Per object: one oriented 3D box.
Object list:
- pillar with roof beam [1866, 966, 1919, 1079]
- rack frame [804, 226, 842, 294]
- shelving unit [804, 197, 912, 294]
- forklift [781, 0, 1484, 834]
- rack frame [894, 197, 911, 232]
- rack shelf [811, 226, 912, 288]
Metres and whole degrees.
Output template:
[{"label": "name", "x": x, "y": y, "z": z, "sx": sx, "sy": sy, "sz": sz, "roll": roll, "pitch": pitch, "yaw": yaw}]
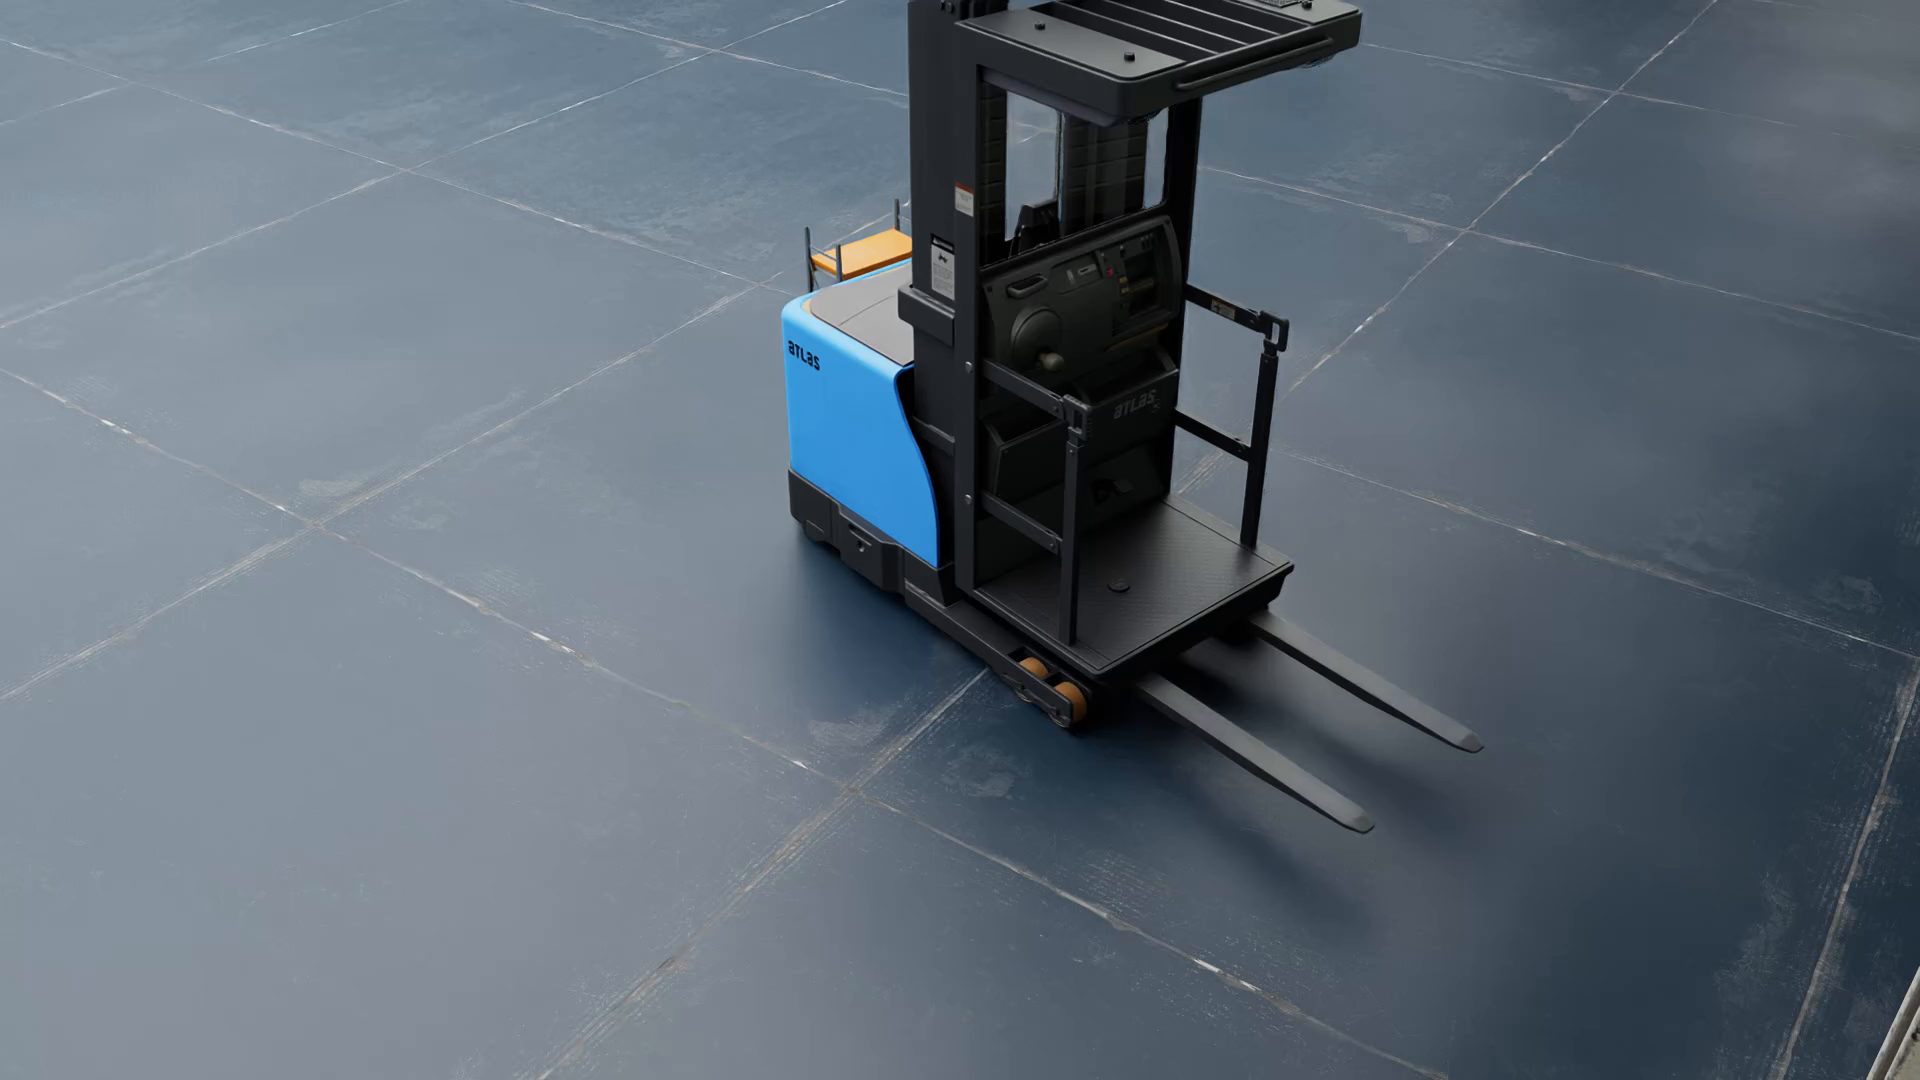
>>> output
[{"label": "pillar with roof beam", "x": -1.189, "y": -3.149, "z": 3.874, "sx": 9.100, "sy": 9.000, "sz": 0.400, "roll": 21, "pitch": 39, "yaw": 28}, {"label": "rack frame", "x": -0.579, "y": -0.785, "z": 7.339, "sx": 0.015, "sy": 1.200, "sz": 0.240, "roll": -26, "pitch": 41, "yaw": -33}, {"label": "shelving unit", "x": -0.394, "y": -0.874, "z": 7.470, "sx": 0.503, "sy": 1.200, "sz": 0.258, "roll": -26, "pitch": 41, "yaw": -33}, {"label": "forklift", "x": 0.593, "y": -0.837, "z": 5.871, "sx": 1.130, "sy": 2.935, "sz": 3.031, "roll": -26, "pitch": 42, "yaw": -33}, {"label": "rack frame", "x": -0.208, "y": -0.963, "z": 7.602, "sx": 0.015, "sy": 1.200, "sz": 0.240, "roll": -26, "pitch": 41, "yaw": -33}, {"label": "rack shelf", "x": -0.395, "y": -1.200, "z": 7.251, "sx": 0.480, "sy": 0.148, "sz": 0.258, "roll": -26, "pitch": 41, "yaw": -33}]
